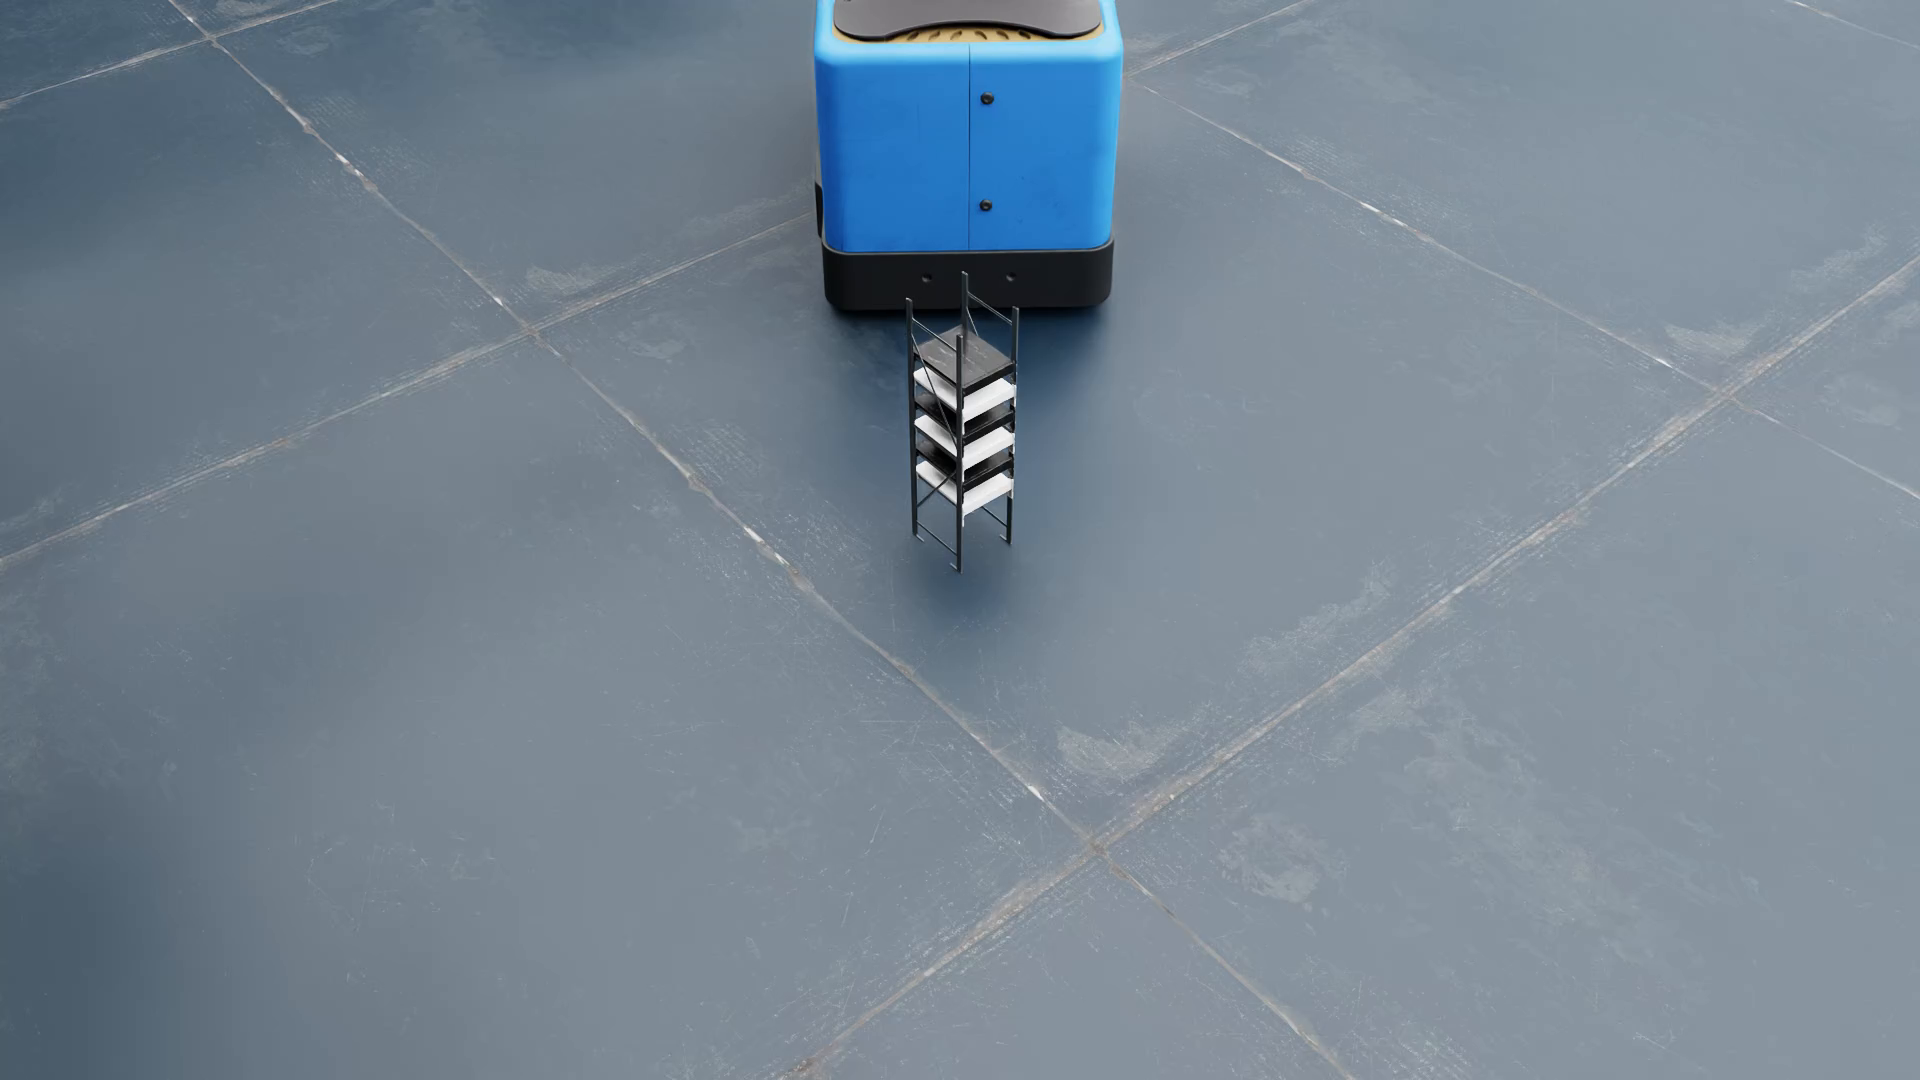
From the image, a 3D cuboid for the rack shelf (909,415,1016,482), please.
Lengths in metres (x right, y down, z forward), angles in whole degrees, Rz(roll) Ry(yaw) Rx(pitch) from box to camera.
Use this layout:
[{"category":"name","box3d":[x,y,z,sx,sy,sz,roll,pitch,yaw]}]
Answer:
[{"category":"rack shelf","box3d":[0.006,-0.307,4.969,0.200,0.077,0.258,-30,51,-28]}]

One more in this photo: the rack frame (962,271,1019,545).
[{"category":"rack frame","box3d":[0.084,-0.376,4.993,0.006,0.900,0.240,-30,51,-28]}]

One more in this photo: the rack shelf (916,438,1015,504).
[{"category":"rack shelf","box3d":[0.006,-0.242,5.030,0.200,0.077,0.258,-30,51,-28]}]

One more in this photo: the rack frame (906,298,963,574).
[{"category":"rack frame","box3d":[-0.072,-0.287,4.898,0.006,0.900,0.240,-30,51,-28]}]

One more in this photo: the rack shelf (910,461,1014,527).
[{"category":"rack shelf","box3d":[0.006,-0.176,5.092,0.200,0.077,0.258,-30,51,-28]}]

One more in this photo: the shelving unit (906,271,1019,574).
[{"category":"shelving unit","box3d":[0.006,-0.332,4.946,0.210,0.900,0.258,-30,51,-28]}]

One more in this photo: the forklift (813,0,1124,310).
[{"category":"forklift","box3d":[-0.010,-2.892,6.188,1.130,2.935,3.031,-1,43,-1]}]

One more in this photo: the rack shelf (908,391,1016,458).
[{"category":"rack shelf","box3d":[0.006,-0.373,4.907,0.200,0.077,0.258,-30,51,-28]}]

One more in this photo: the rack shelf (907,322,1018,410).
[{"category":"rack shelf","box3d":[0.006,-0.504,4.784,0.200,0.077,0.258,-30,51,-28]}]

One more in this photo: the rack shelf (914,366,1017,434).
[{"category":"rack shelf","box3d":[0.006,-0.438,4.845,0.200,0.077,0.258,-30,51,-28]}]
